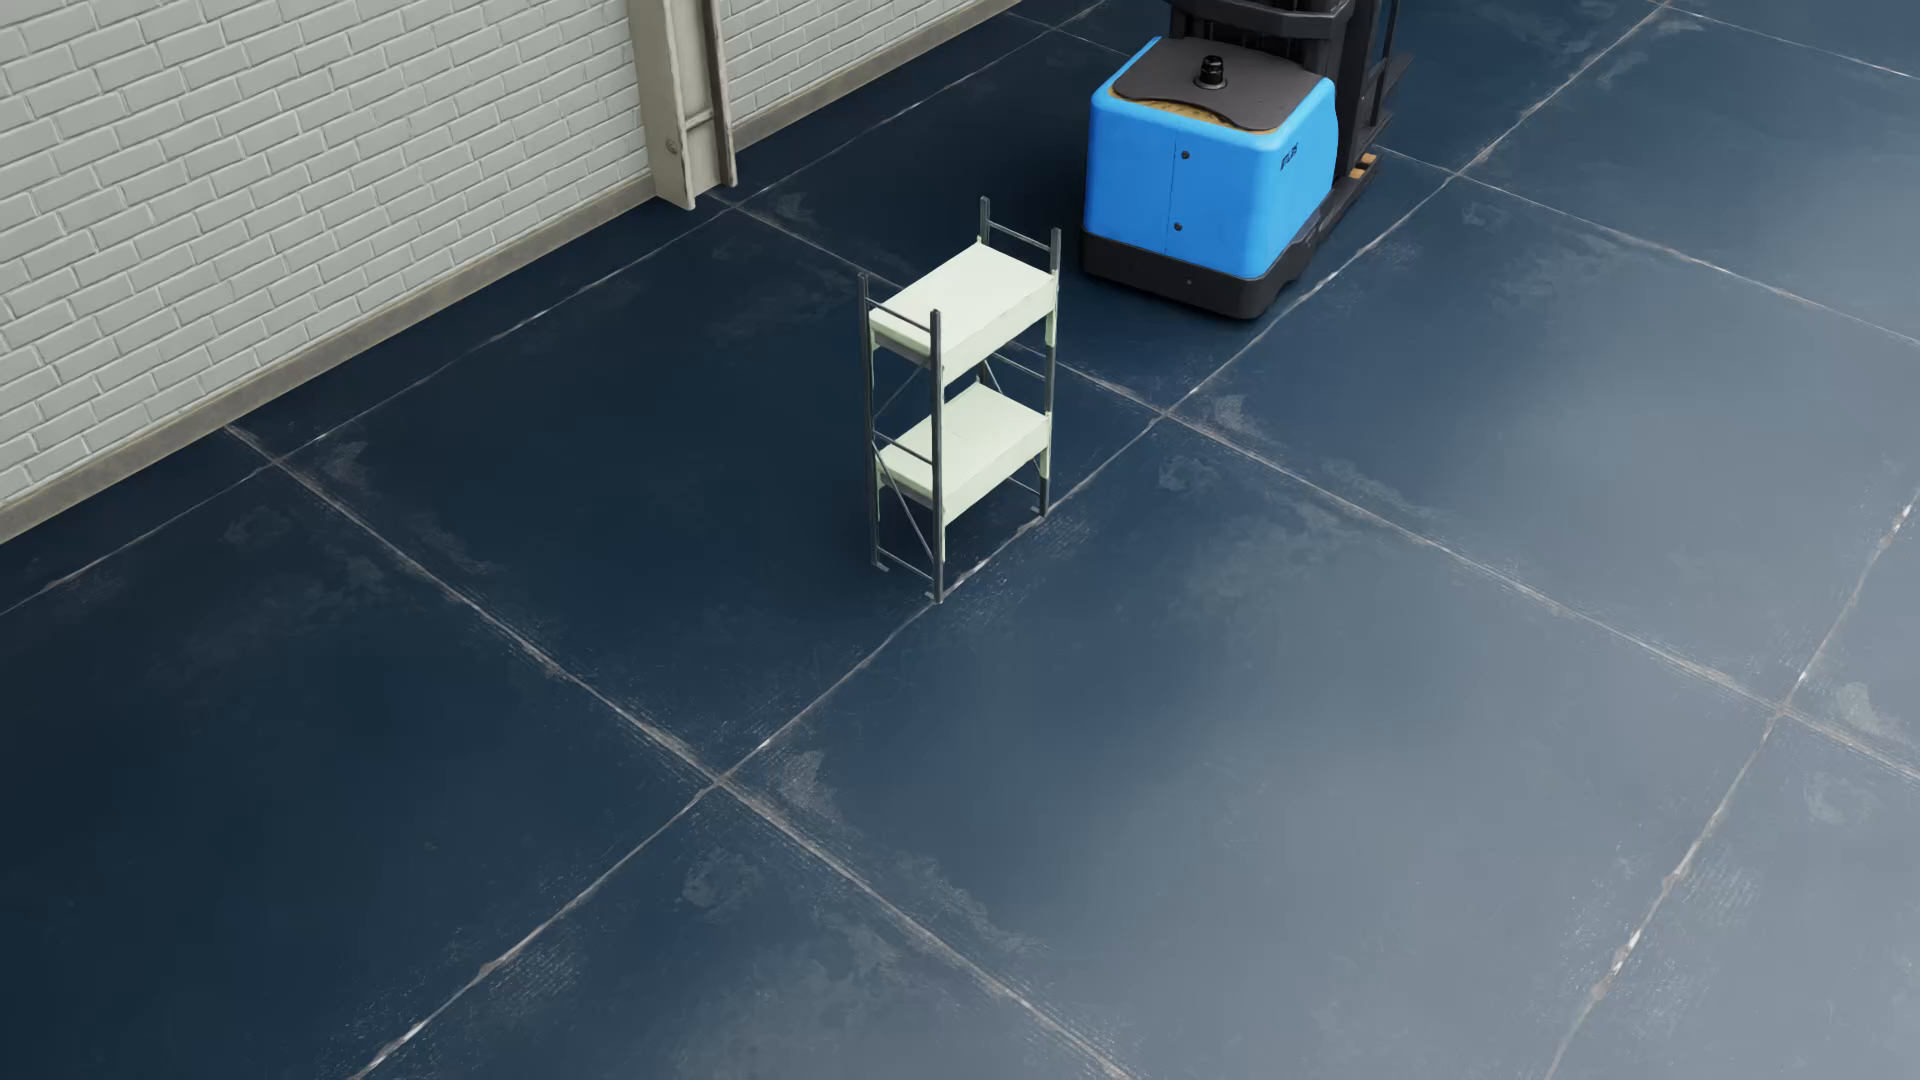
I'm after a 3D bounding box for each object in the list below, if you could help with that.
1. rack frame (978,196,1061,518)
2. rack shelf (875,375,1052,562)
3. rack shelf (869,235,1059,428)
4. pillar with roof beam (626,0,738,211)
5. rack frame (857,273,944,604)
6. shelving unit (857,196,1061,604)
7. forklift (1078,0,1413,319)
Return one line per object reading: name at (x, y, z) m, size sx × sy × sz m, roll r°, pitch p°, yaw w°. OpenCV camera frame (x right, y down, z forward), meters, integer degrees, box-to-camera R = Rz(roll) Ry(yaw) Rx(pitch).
rack frame at (0.240, -0.747, 7.139) m, size 0.400 × 1.500 × 0.023 m, roll 29°, pitch 50°, yaw 28°
rack shelf at (0.004, -0.317, 7.151) m, size 0.431 × 0.370 × 0.720 m, roll 29°, pitch 50°, yaw 28°
rack shelf at (0.004, -0.847, 6.669) m, size 0.431 × 0.370 × 0.720 m, roll 29°, pitch 50°, yaw 28°
pillar with roof beam at (1.757, -3.513, 4.607) m, size 9.100 × 9.000 × 0.400 m, roll 29°, pitch 50°, yaw 28°
rack frame at (-0.231, -0.370, 6.724) m, size 0.400 × 1.500 × 0.023 m, roll 29°, pitch 50°, yaw 28°
shelving unit at (0.004, -0.558, 6.932) m, size 0.431 × 1.500 × 0.755 m, roll 29°, pitch 50°, yaw 28°
forklift at (1.807, -3.203, 8.776) m, size 1.130 × 2.935 × 3.031 m, roll 21°, pitch 46°, yaw 22°
